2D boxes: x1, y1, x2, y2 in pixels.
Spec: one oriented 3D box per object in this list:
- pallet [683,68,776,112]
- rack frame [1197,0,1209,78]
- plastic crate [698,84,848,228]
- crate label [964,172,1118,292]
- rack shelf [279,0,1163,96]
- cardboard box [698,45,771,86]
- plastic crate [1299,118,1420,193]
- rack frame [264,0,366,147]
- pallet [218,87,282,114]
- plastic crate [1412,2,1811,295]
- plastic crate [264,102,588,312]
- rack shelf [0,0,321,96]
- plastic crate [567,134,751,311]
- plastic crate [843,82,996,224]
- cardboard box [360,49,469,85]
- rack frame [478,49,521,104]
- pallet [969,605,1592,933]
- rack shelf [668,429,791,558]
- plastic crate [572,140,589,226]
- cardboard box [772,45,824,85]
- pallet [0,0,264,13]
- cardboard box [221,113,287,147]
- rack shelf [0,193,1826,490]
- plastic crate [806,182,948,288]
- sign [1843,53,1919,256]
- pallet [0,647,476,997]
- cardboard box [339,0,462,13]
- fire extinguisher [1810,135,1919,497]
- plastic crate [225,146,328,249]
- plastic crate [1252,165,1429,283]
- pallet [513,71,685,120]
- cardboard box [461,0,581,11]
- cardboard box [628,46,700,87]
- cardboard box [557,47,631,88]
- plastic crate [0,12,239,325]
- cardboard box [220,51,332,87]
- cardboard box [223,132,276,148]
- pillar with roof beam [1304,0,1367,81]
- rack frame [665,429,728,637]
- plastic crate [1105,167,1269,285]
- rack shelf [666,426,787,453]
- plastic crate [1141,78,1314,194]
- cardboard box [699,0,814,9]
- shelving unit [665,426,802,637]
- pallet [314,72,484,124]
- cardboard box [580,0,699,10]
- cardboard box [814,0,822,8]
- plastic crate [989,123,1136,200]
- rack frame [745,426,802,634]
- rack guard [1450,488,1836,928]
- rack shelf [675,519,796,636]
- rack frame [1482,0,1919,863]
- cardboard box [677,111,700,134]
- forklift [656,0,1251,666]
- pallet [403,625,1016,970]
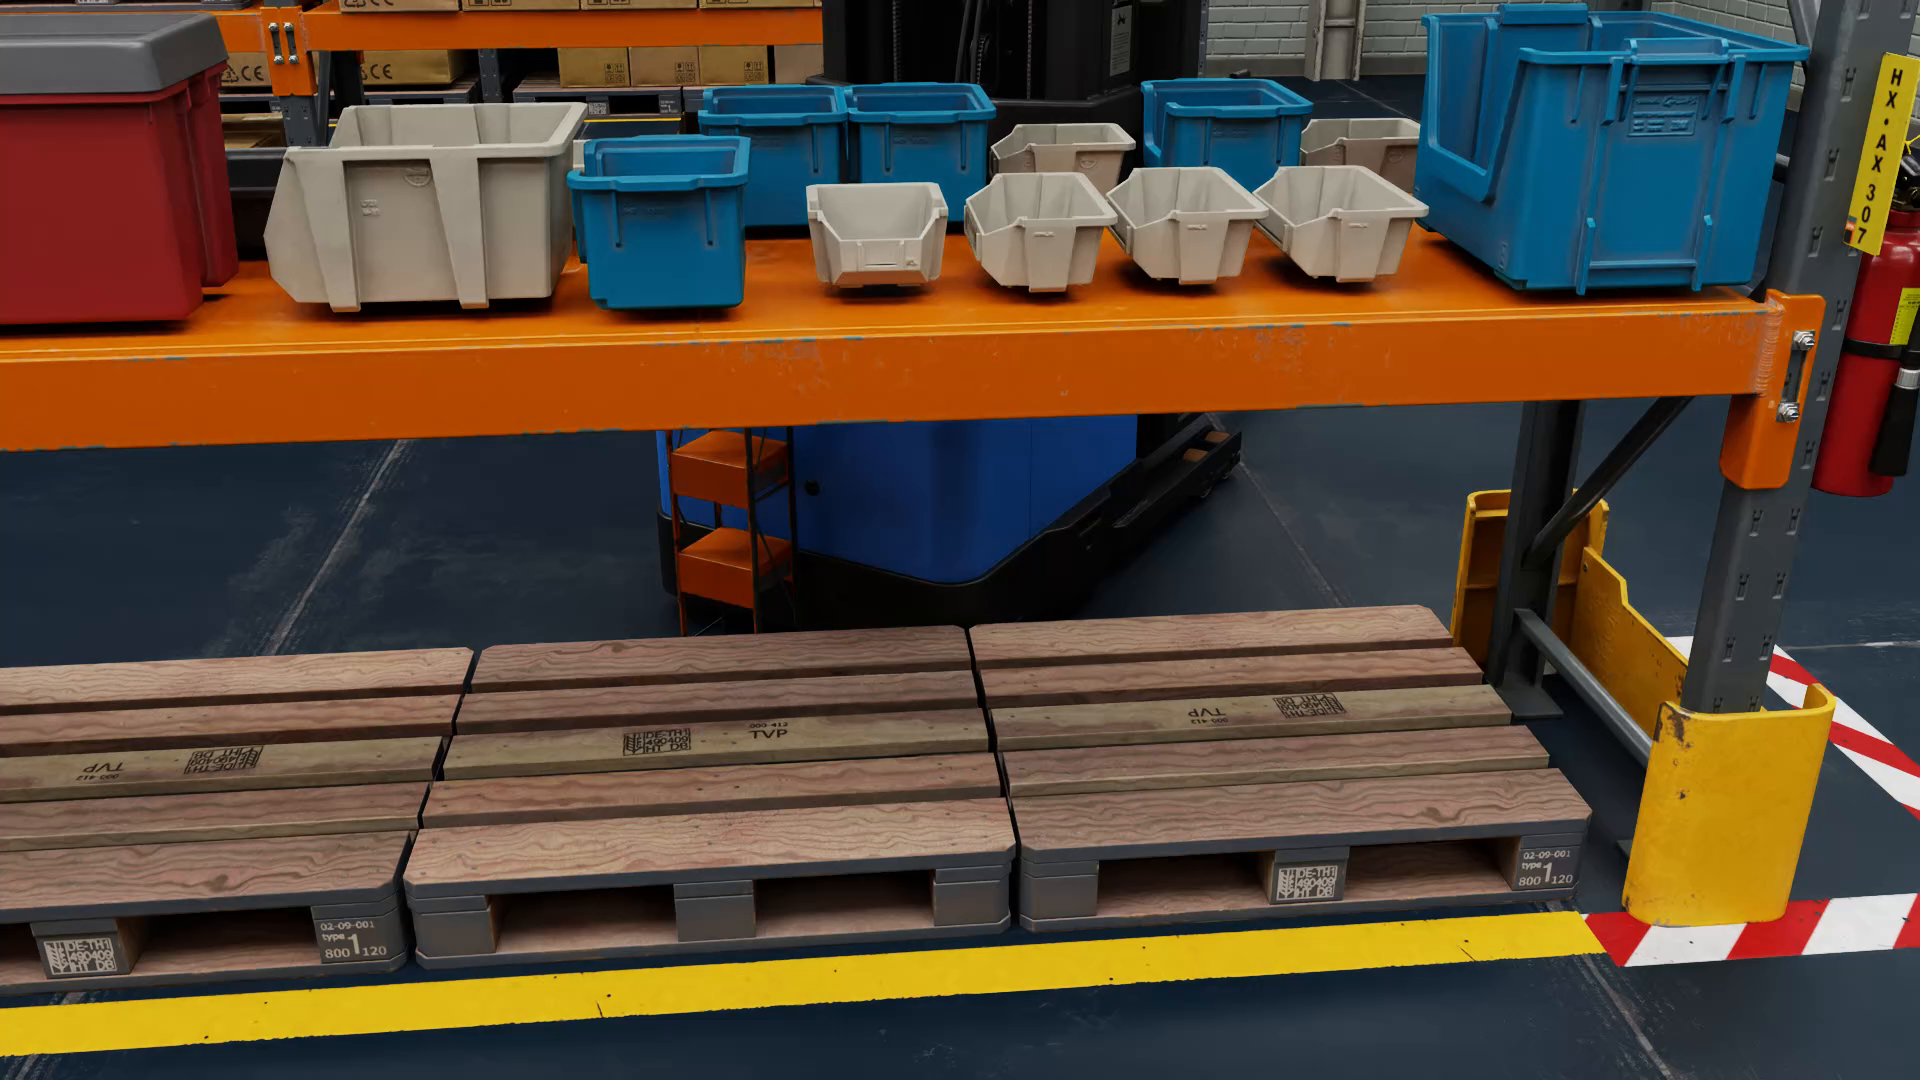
[{"bbox_3d":[-1.475,-3.421,12.688,1.213,0.211,1.003,-2,24,-5],"label":"pallet"},{"bbox_3d":[1.015,-2.804,7.866,0.127,3.000,1.000,-2,24,-5],"label":"rack frame"},{"bbox_3d":[-0.389,-0.812,3.515,0.300,0.233,0.416,-2,24,-5],"label":"plastic crate"},{"bbox_3d":[0.139,-0.577,3.105,0.243,0.136,0.396,-2,24,-5],"label":"crate label"},{"bbox_3d":[-0.976,-2.396,7.833,4.000,0.370,1.077,-2,24,-5],"label":"rack shelf"},{"bbox_3d":[-1.691,-3.723,12.494,0.500,0.500,0.700,-2,24,-4],"label":"cardboard box"},{"bbox_3d":[0.892,-0.853,3.727,0.298,0.136,0.250,-2,24,-5],"label":"plastic crate"},{"bbox_3d":[-2.966,-2.645,7.507,0.127,3.000,1.000,-2,24,-5],"label":"rack frame"},{"bbox_3d":[-5.434,-3.261,12.328,1.213,0.211,1.003,-2,24,-5],"label":"pallet"},{"bbox_3d":[1.183,-0.757,3.142,0.499,0.435,0.616,-2,24,-5],"label":"plastic crate"},{"bbox_3d":[-0.945,-0.602,2.984,0.530,0.282,0.437,-2,24,-5],"label":"plastic crate"},{"bbox_3d":[-4.956,-2.236,7.474,4.000,0.370,1.077,-2,24,-5],"label":"rack shelf"},{"bbox_3d":[-0.521,-0.567,2.966,0.300,0.233,0.416,-2,24,-5],"label":"plastic crate"},{"bbox_3d":[-0.091,-0.824,3.542,0.300,0.233,0.416,-2,24,-5],"label":"plastic crate"},{"bbox_3d":[-4.091,-3.778,12.186,0.750,0.750,0.750,-2,24,-5],"label":"cardboard box"},{"bbox_3d":[-3.457,-4.647,12.012,0.127,3.000,1.000,-2,24,-5],"label":"rack frame"},{"bbox_3d":[0.673,0.489,3.889,1.213,0.211,1.003,-2,24,-5],"label":"pallet"},{"bbox_3d":[-0.585,-0.133,4.282,0.240,0.259,0.215,12,27,25],"label":"rack shelf"},{"bbox_3d":[-0.779,-0.740,3.473,0.466,0.136,0.293,-2,24,-5],"label":"plastic crate"},{"bbox_3d":[-1.161,-3.747,12.549,0.500,0.500,0.700,-3,24,-7],"label":"cardboard box"},{"bbox_3d":[-3.772,-2.569,7.574,1.213,0.211,1.003,-2,24,-5],"label":"pallet"},{"bbox_3d":[-3.471,-1.783,8.104,0.500,0.500,0.500,-3,24,-8],"label":"cardboard box"},{"bbox_3d":[-0.493,-0.394,3.328,4.000,0.370,1.077,-2,24,-5],"label":"rack shelf"},{"bbox_3d":[-0.153,-0.557,3.062,0.250,0.136,0.298,-2,24,-5],"label":"plastic crate"},{"bbox_3d":[1.568,-0.655,2.830,0.005,0.325,0.100,-2,24,-5],"label":"sign"},{"bbox_3d":[-1.755,0.587,3.670,1.213,0.211,1.003,-2,24,-5],"label":"pallet"},{"bbox_3d":[-2.432,-2.601,7.285,0.500,0.500,0.500,-2,24,-4],"label":"cardboard box"},{"bbox_3d":[1.693,-0.419,3.053,0.183,0.674,0.296,-2,24,-5],"label":"fire extinguisher"},{"bbox_3d":[-1.395,-0.697,3.391,0.590,0.125,0.437,-2,24,-5],"label":"plastic crate"},{"bbox_3d":[0.704,-0.603,3.165,0.243,0.136,0.396,-2,24,-5],"label":"plastic crate"},{"bbox_3d":[-2.692,-3.371,12.575,1.213,0.211,1.003,-2,24,-5],"label":"pallet"},{"bbox_3d":[-1.923,-2.622,7.334,0.500,0.500,0.500,-2,24,-4],"label":"cardboard box"},{"bbox_3d":[-2.202,-3.704,12.450,0.500,0.500,0.700,-3,24,-6],"label":"cardboard box"},{"bbox_3d":[-2.702,-3.685,12.408,0.500,0.500,0.700,-2,24,-4],"label":"cardboard box"},{"bbox_3d":[-1.570,-0.633,2.829,0.583,0.464,0.402,-2,24,-5],"label":"plastic crate"},{"bbox_3d":[-4.975,-3.741,12.104,0.750,0.750,0.750,-2,24,-4],"label":"cardboard box"},{"bbox_3d":[-3.429,-1.568,7.621,0.500,0.500,0.500,-2,24,-5],"label":"cardboard box"},{"bbox_3d":[3.549,-6.265,8.267,0.400,9.000,9.100,-2,24,-5],"label":"pillar with roof beam"},{"bbox_3d":[-0.693,-0.165,4.330,0.008,1.050,0.200,12,27,25],"label":"rack frame"},{"bbox_3d":[0.414,-0.598,3.152,0.243,0.136,0.396,-2,24,-5],"label":"plastic crate"},{"bbox_3d":[-0.585,-0.392,4.167,0.240,0.259,0.215,12,27,25],"label":"rack shelf"},{"bbox_3d":[0.565,-0.850,3.602,0.300,0.233,0.416,-2,24,-5],"label":"plastic crate"},{"bbox_3d":[-0.919,-2.662,7.424,0.500,0.500,0.500,-3,24,-6],"label":"cardboard box"},{"bbox_3d":[-0.585,-0.143,4.278,0.252,1.050,0.215,12,27,25],"label":"shelving unit"},{"bbox_3d":[-4.217,-3.311,12.440,1.213,0.211,1.003,-2,24,-5],"label":"pallet"},{"bbox_3d":[-1.425,-2.641,7.377,0.500,0.500,0.500,-2,24,-5],"label":"cardboard box"},{"bbox_3d":[-0.417,-2.682,7.469,0.500,0.500,0.500,-2,24,-5],"label":"cardboard box"},{"bbox_3d":[0.217,-0.826,3.666,0.298,0.136,0.250,-2,24,-5],"label":"plastic crate"},{"bbox_3d":[-0.477,-0.120,4.227,0.008,1.050,0.200,12,27,25],"label":"rack frame"},{"bbox_3d":[1.520,0.334,3.883,0.348,0.500,1.175,-2,24,-5],"label":"rack guard"},{"bbox_3d":[-0.585,0.121,4.395,0.240,0.259,0.215,12,27,25],"label":"rack shelf"},{"bbox_3d":[1.498,-0.802,3.362,0.127,3.000,1.000,-2,24,-5],"label":"rack frame"},{"bbox_3d":[-1.097,-1.782,8.098,0.637,0.503,0.797,-2,24,-5],"label":"cardboard box"},{"bbox_3d":[0.314,-1.561,5.154,1.130,2.935,3.031,13,27,27],"label":"forklift"},{"bbox_3d":[-0.538,0.537,3.783,1.213,0.211,1.003,-2,24,-5],"label":"pallet"}]
